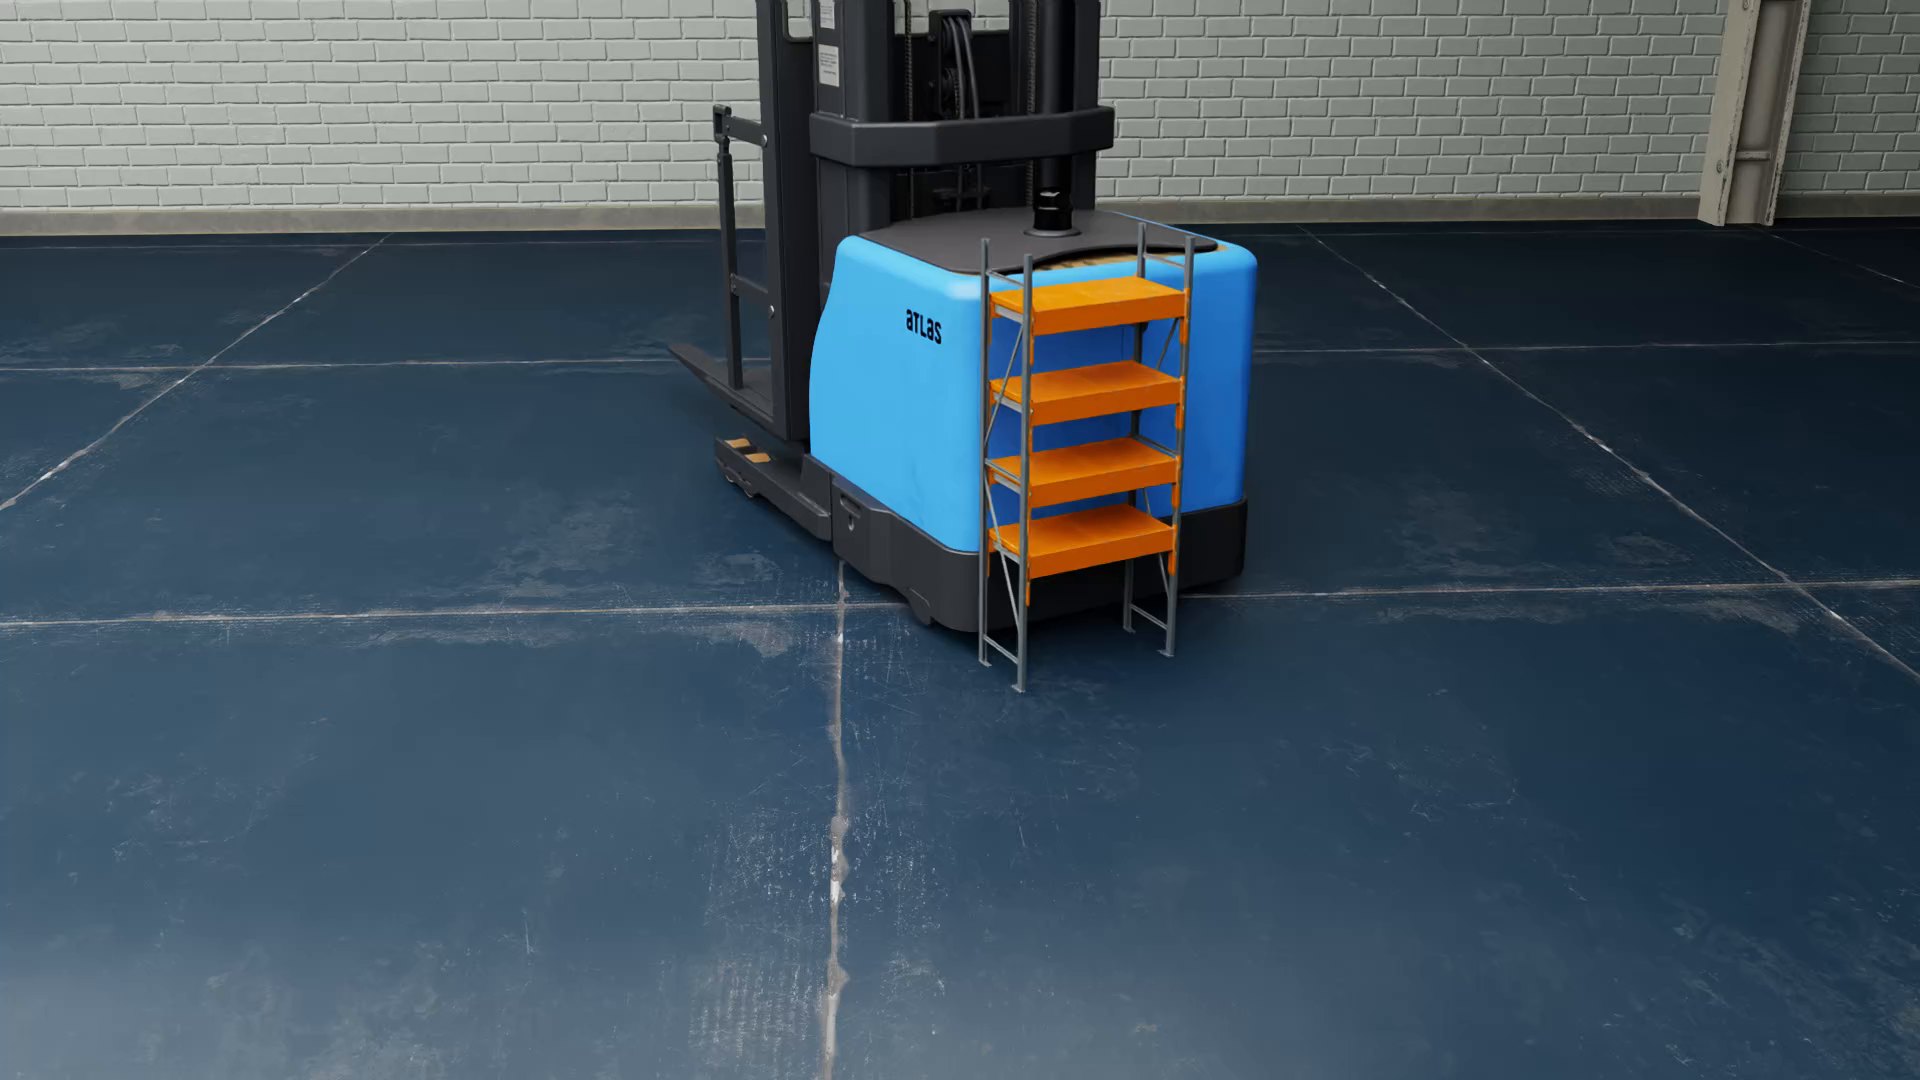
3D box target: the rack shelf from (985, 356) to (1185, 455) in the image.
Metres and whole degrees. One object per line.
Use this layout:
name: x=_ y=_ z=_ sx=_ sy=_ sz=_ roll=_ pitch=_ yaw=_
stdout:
rack shelf: x=0.331 y=-0.366 z=4.457 sx=0.480 sy=0.148 sz=0.258 roll=-11 pitch=23 yaw=-26

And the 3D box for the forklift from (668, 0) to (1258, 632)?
forklift: x=-0.256 y=-1.589 z=5.674 sx=1.130 sy=2.935 sz=3.031 roll=-11 pitch=23 yaw=-26

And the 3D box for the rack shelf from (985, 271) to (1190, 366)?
rack shelf: x=0.332 y=-0.587 z=4.373 sx=0.480 sy=0.148 sz=0.258 roll=-11 pitch=23 yaw=-26

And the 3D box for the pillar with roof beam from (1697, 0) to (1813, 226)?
pillar with roof beam: x=5.511 y=-4.842 z=5.693 sx=0.400 sy=9.000 sz=9.100 roll=-1 pitch=21 yaw=-3

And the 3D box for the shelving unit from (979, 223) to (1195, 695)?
shelving unit: x=0.331 y=-0.220 z=4.513 sx=0.503 sy=1.200 sz=0.258 roll=-11 pitch=23 yaw=-26

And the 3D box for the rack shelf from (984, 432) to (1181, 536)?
rack shelf: x=0.331 y=-0.157 z=4.537 sx=0.480 sy=0.148 sz=0.258 roll=-11 pitch=23 yaw=-26

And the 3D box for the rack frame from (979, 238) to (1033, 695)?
rack frame: x=0.116 y=-0.179 z=4.405 sx=0.015 sy=1.200 sz=0.240 roll=-11 pitch=23 yaw=-26

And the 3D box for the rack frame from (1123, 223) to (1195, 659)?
rack frame: x=0.546 y=-0.261 z=4.621 sx=0.015 sy=1.200 sz=0.240 roll=-11 pitch=23 yaw=-26

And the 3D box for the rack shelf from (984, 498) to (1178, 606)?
rack shelf: x=0.331 y=0.028 z=4.608 sx=0.480 sy=0.148 sz=0.258 roll=-11 pitch=23 yaw=-26
